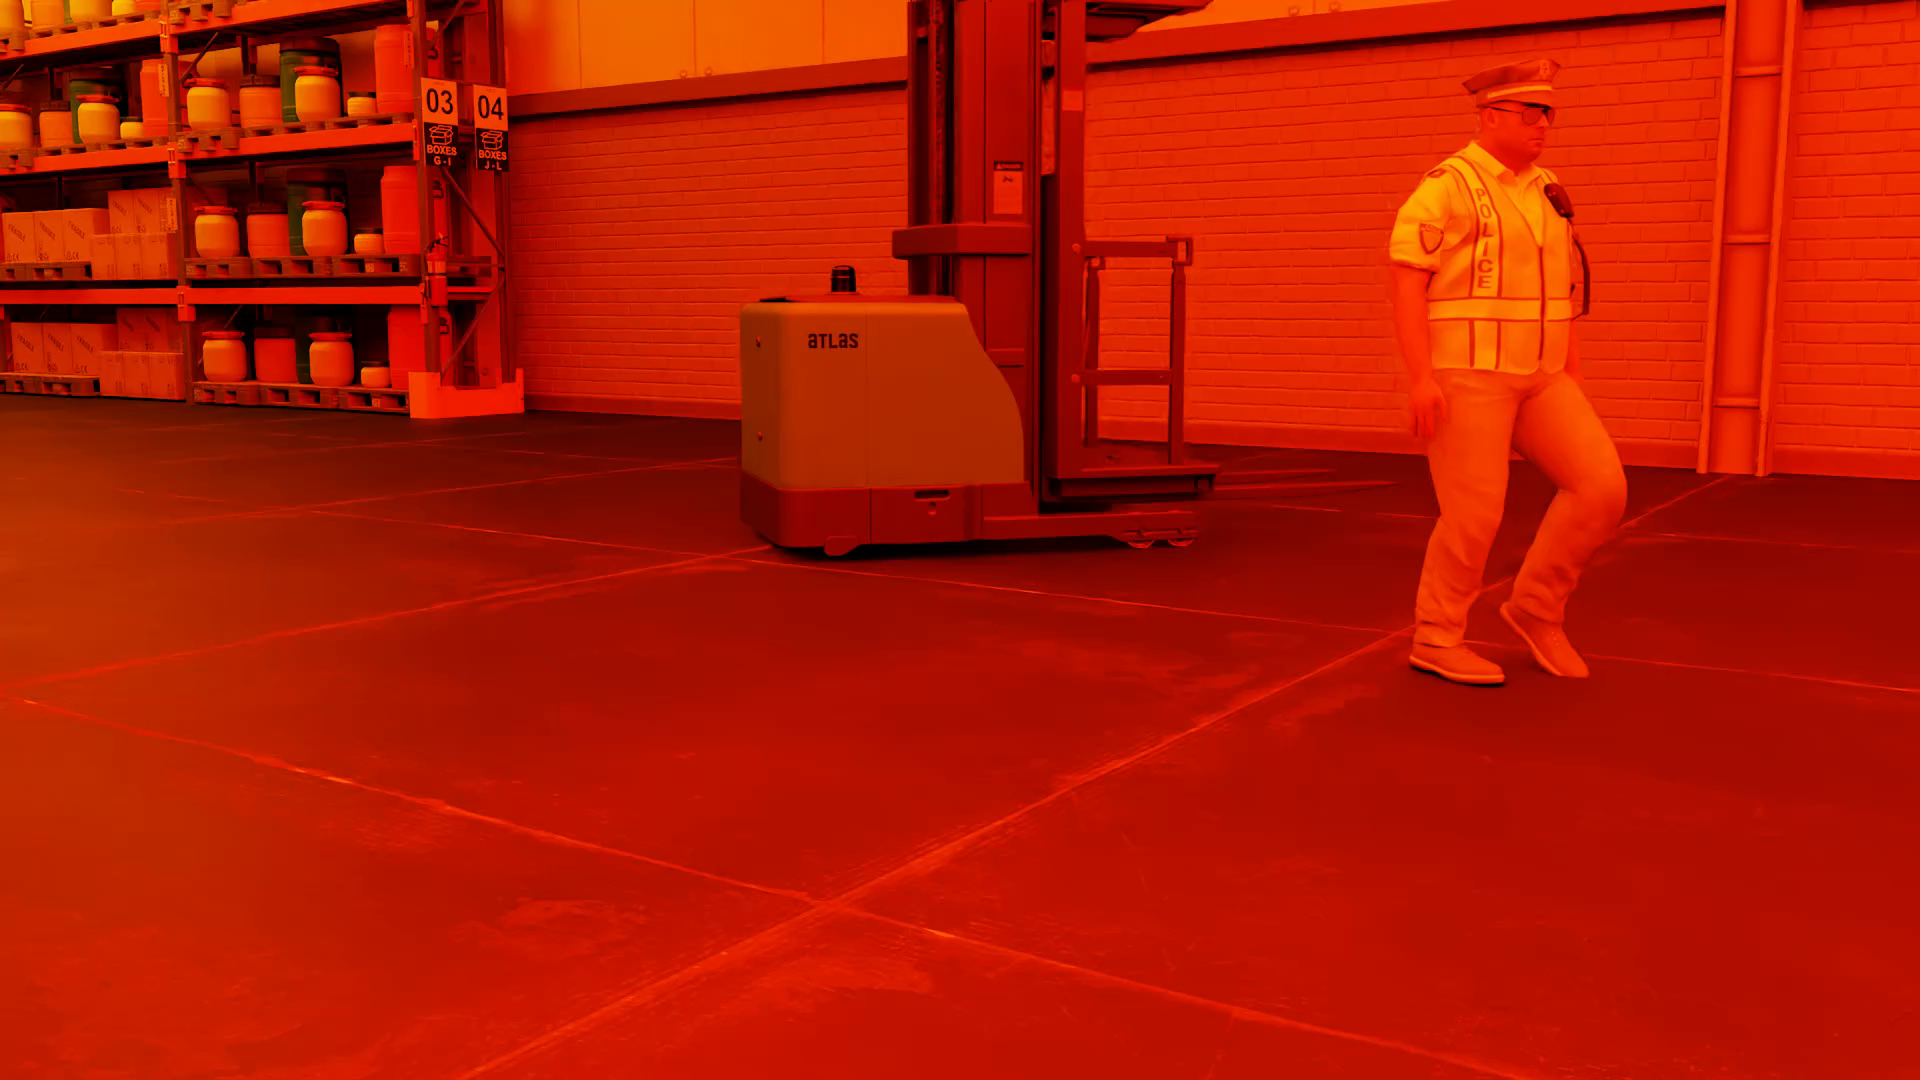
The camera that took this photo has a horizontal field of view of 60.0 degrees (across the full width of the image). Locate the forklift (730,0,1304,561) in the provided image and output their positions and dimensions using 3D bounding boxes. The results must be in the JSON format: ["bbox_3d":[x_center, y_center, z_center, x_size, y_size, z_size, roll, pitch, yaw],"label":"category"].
[{"bbox_3d":[0.430,-1.510,7.810,3.031,2.935,1.130,-7,11,-40],"label":"forklift"}]

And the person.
[{"bbox_3d":[1.576,-0.447,4.634,0.606,1.769,0.493,-4,9,-27],"label":"person"}]
